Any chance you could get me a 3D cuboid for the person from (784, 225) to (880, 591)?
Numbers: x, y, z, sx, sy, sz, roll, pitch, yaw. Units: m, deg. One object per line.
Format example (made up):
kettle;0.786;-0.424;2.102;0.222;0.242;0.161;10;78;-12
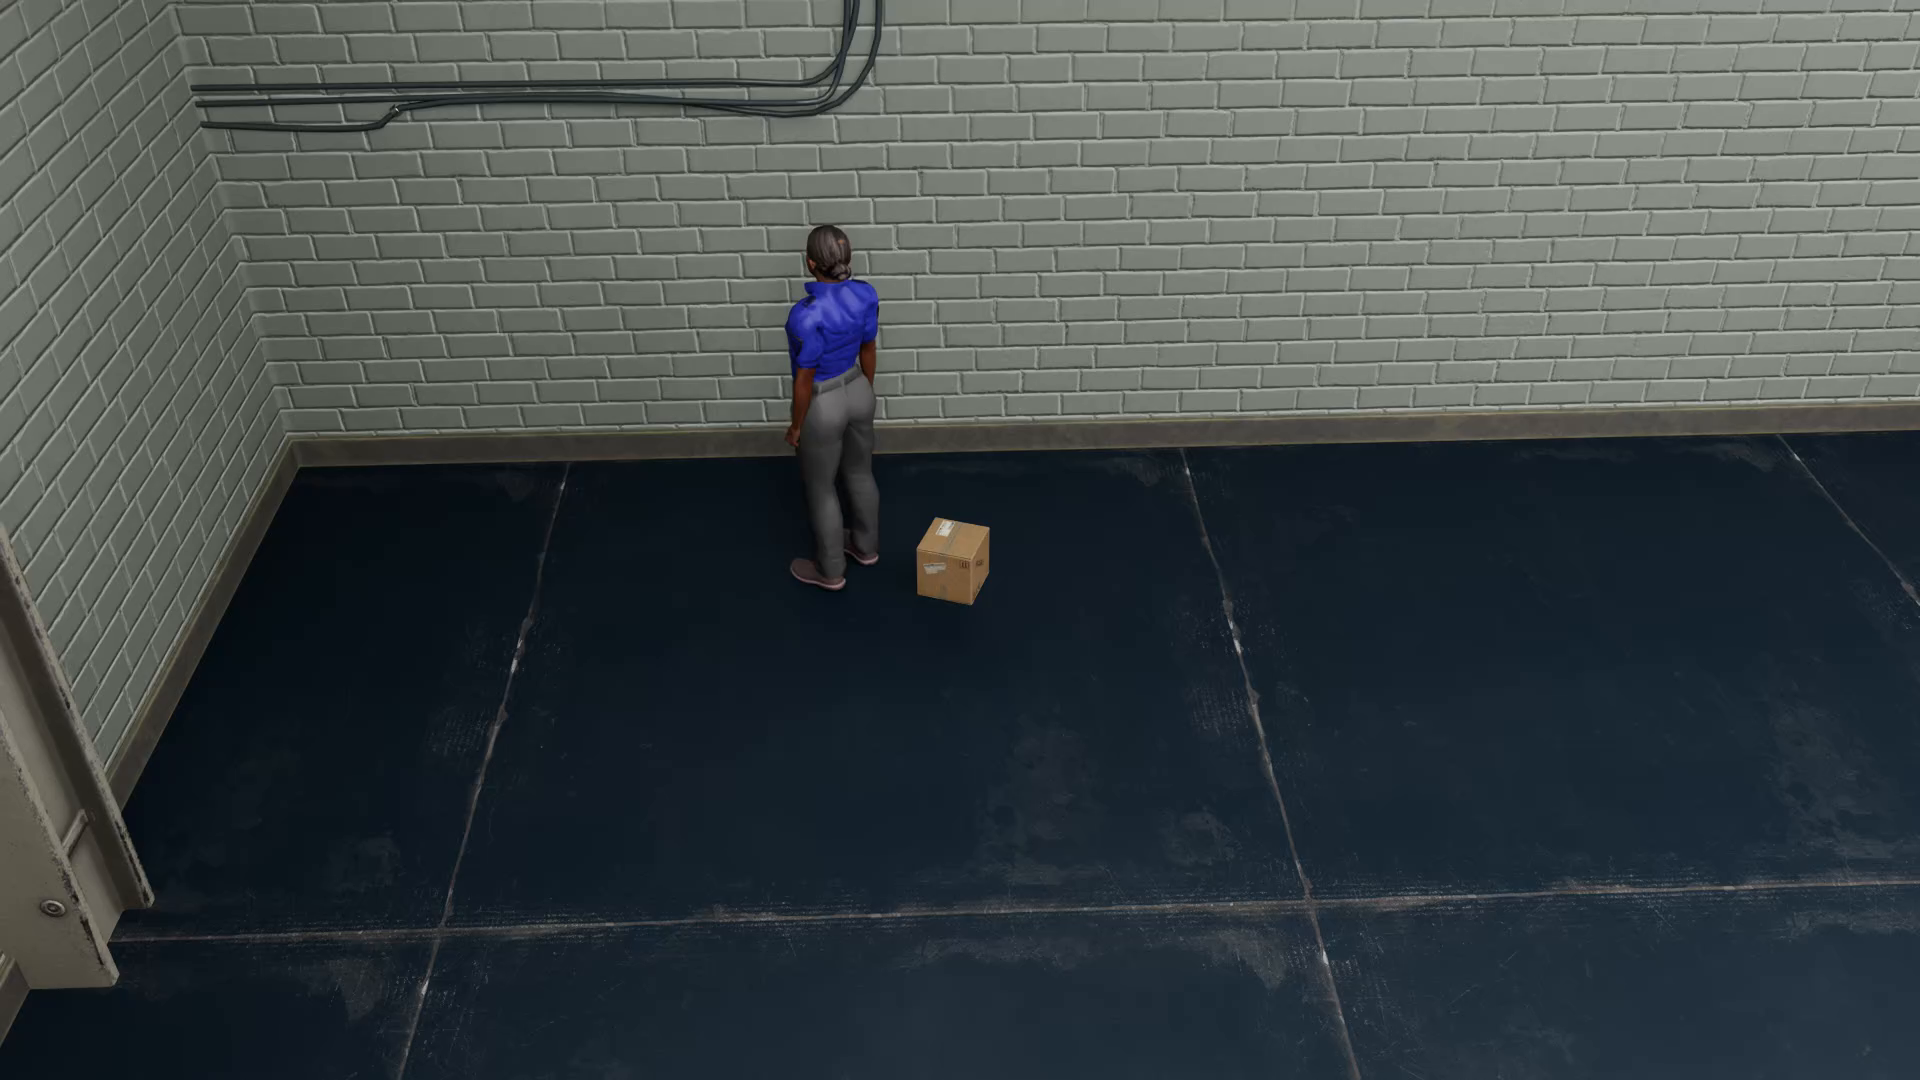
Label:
person;-0.546;-0.553;6.926;0.443;1.665;0.356;-30;45;-35
